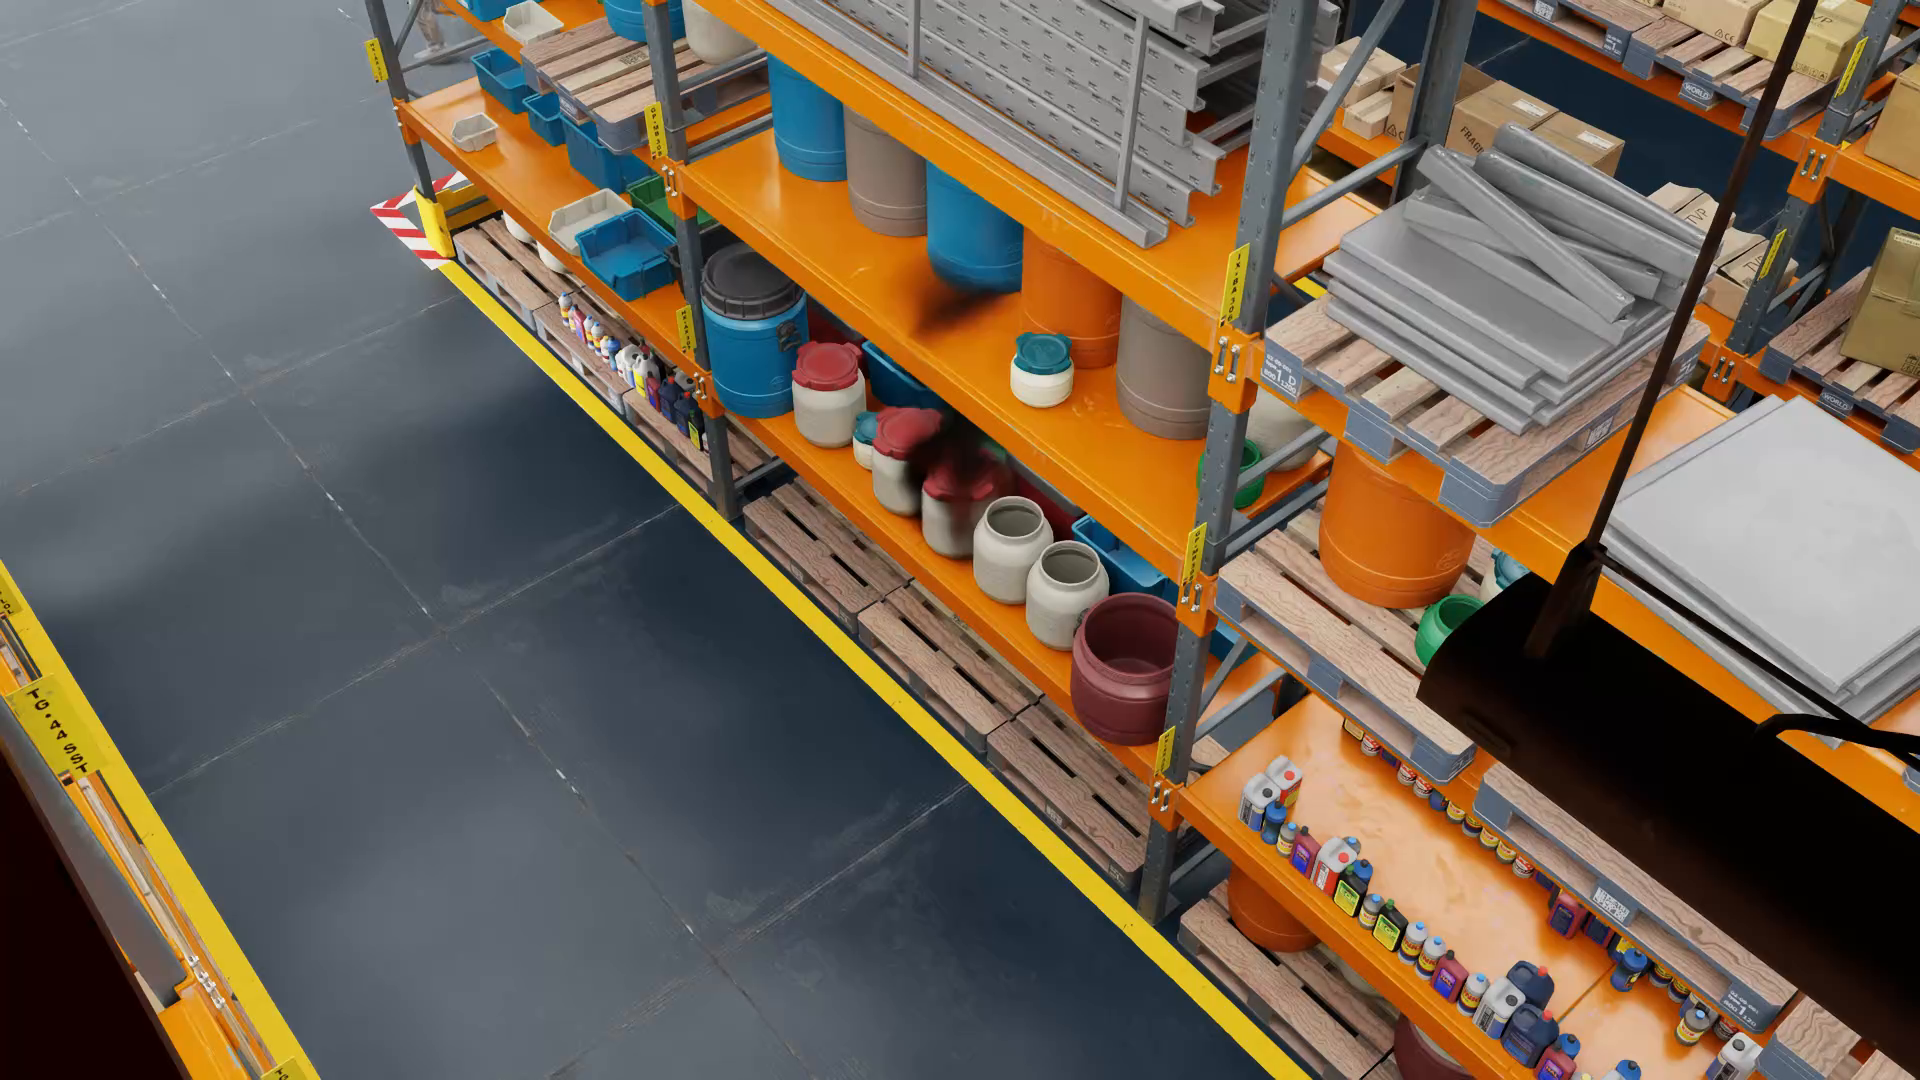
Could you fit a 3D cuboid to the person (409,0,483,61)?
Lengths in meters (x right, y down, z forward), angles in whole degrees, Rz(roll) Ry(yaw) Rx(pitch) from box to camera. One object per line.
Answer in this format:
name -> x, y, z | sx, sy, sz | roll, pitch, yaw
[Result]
person -> -4.605, -5.069, 14.618 | 0.806, 1.716, 0.699 | -16, 48, -14
